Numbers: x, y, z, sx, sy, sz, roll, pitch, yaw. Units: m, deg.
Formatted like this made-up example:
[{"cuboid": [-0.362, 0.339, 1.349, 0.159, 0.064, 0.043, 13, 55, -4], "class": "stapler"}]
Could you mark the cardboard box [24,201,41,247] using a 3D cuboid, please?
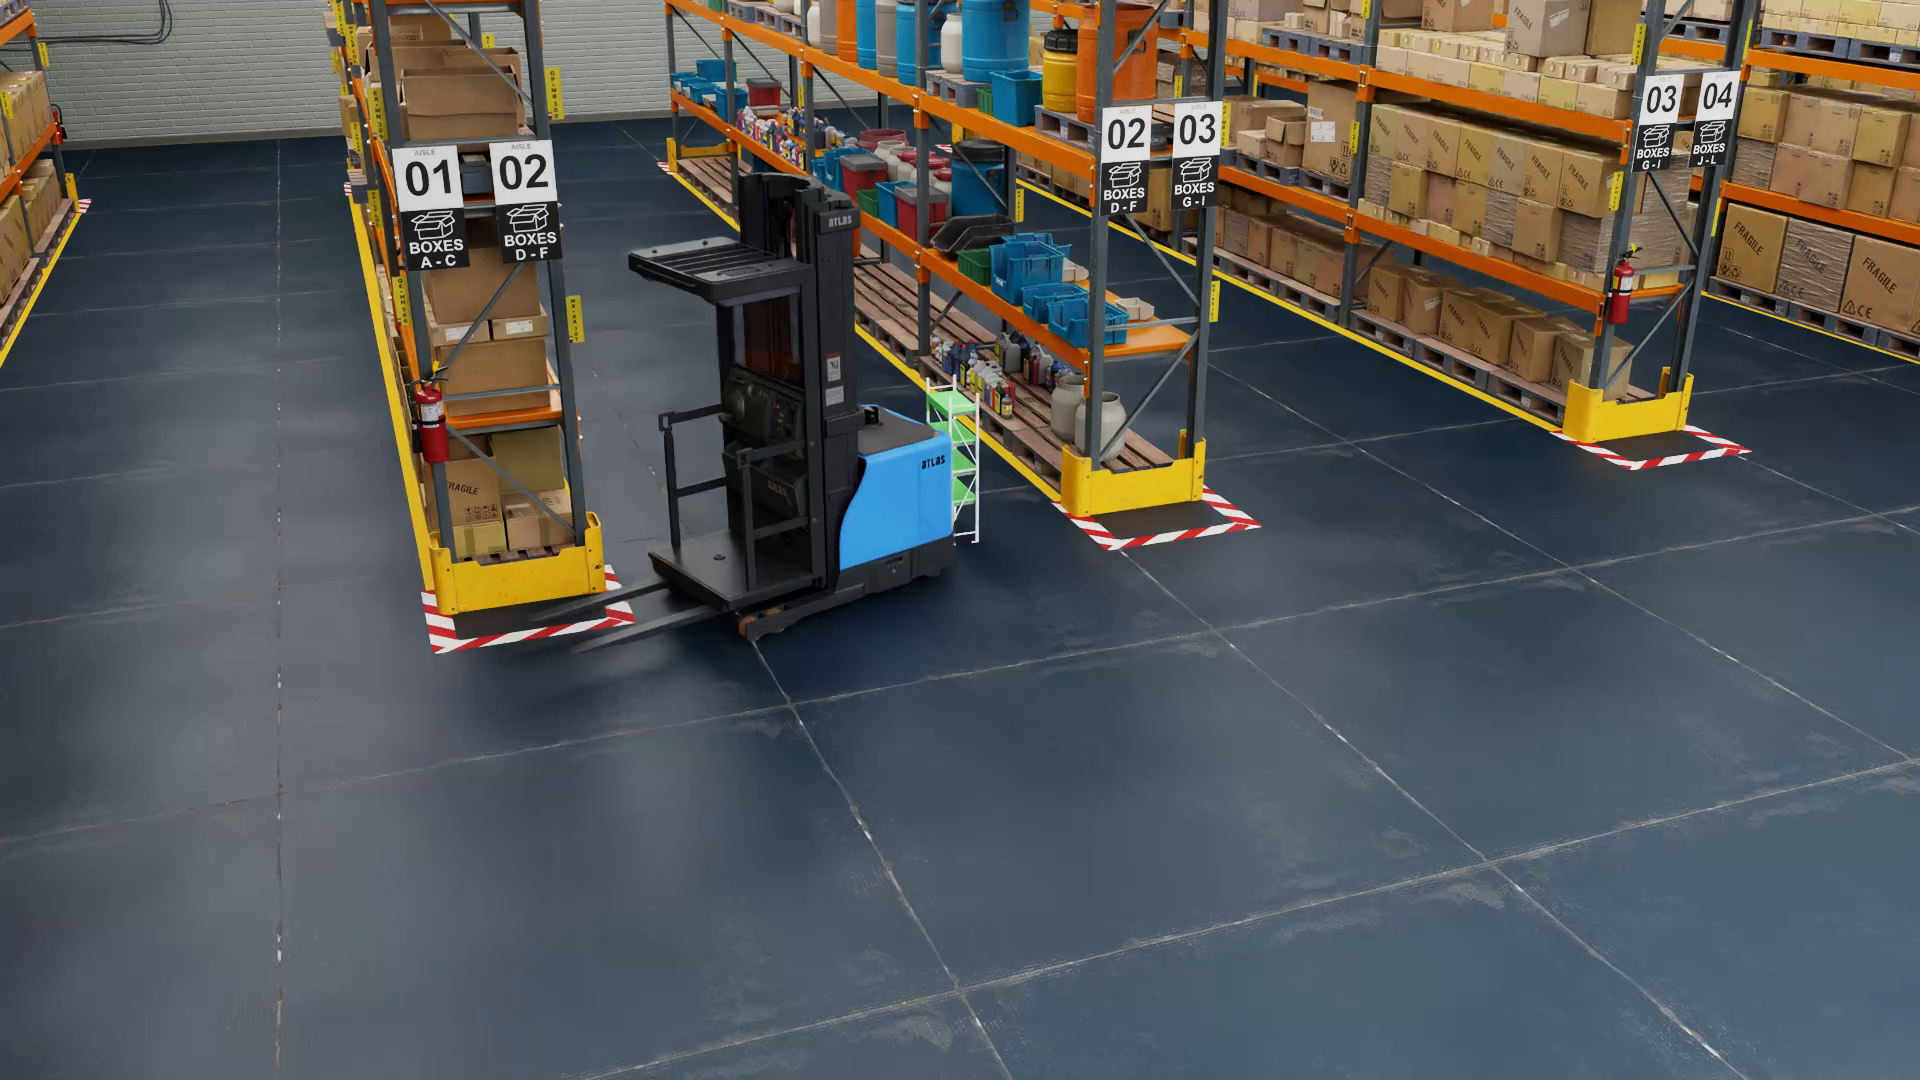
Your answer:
[{"cuboid": [-12.197, -4.007, 21.197, 0.700, 0.500, 0.500, -8, 24, -18], "class": "cardboard box"}]

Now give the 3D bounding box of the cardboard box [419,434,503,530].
[{"cuboid": [-3.624, -0.427, 12.058, 0.500, 0.500, 0.500, -8, 24, -19], "class": "cardboard box"}]

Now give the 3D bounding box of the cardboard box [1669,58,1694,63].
[{"cuboid": [11.581, -7.485, 26.320, 0.500, 0.250, 0.500, -9, 25, -21], "class": "cardboard box"}]

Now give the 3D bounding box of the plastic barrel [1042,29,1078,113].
[{"cuboid": [0.958, -3.738, 13.236, 0.600, 0.588, 0.600, 0, 23, 0], "class": "plastic barrel"}]

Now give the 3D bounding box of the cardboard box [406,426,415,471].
[{"cuboid": [-4.345, -0.806, 13.923, 0.500, 0.250, 0.500, -8, 24, -19], "class": "cardboard box"}]

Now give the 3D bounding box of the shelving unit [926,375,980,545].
[{"cuboid": [-0.058, -0.613, 12.783, 0.258, 1.200, 0.503, -8, 24, -19], "class": "shelving unit"}]

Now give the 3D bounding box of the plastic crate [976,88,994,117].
[{"cuboid": [0.369, -3.806, 14.453, 0.336, 0.188, 0.450, -8, 24, -19], "class": "plastic crate"}]

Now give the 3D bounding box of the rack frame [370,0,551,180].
[{"cuboid": [-3.156, -3.765, 10.221, 1.000, 3.000, 0.127, -8, 24, -19], "class": "rack frame"}]

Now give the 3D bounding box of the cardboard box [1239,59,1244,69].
[{"cuboid": [5.118, -8.346, 29.136, 0.380, 0.149, 0.250, -9, 24, -20], "class": "cardboard box"}]

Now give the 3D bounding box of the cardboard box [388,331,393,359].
[{"cuboid": [-5.523, -2.046, 16.867, 0.500, 0.250, 0.500, -8, 24, -18], "class": "cardboard box"}]

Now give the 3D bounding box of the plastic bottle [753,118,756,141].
[{"cuboid": [-2.716, -5.471, 22.142, 0.061, 0.283, 0.133, -8, 24, -19], "class": "plastic bottle"}]

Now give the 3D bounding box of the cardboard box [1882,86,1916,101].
[{"cuboid": [13.054, -6.243, 22.772, 0.500, 0.500, 0.500, -9, 25, -21], "class": "cardboard box"}]

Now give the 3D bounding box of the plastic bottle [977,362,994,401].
[{"cuboid": [0.246, -1.474, 15.352, 0.144, 0.351, 0.185, -7, 24, -17], "class": "plastic bottle"}]

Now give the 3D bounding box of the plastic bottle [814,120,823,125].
[{"cuboid": [-1.882, -5.434, 22.064, 0.152, 0.276, 0.135, -8, 24, -19], "class": "plastic bottle"}]

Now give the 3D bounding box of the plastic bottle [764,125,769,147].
[{"cuboid": [-2.494, -5.258, 21.651, 0.097, 0.271, 0.097, 0, 23, 0], "class": "plastic bottle"}]

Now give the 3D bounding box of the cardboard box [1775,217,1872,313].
[{"cuboid": [9.854, -3.105, 18.574, 0.875, 0.875, 0.875, -8, 24, -19], "class": "cardboard box"}]

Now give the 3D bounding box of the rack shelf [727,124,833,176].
[{"cuboid": [-2.053, -4.981, 21.756, 1.077, 0.370, 4.000, -8, 24, -19], "class": "rack shelf"}]

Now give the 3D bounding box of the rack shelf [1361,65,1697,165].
[{"cuboid": [5.406, -4.136, 15.889, 1.077, 0.370, 4.000, -8, 24, -19], "class": "rack shelf"}]

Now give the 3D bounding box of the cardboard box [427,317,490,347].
[{"cuboid": [-3.469, -1.458, 11.508, 0.380, 0.149, 0.250, -9, 24, -20], "class": "cardboard box"}]

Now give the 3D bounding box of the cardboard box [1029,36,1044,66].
[{"cuboid": [1.288, -7.445, 25.521, 0.500, 0.500, 0.500, -8, 24, -18], "class": "cardboard box"}]

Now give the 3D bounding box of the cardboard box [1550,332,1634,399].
[{"cuboid": [5.908, -1.629, 15.555, 0.500, 0.500, 0.500, -4, 23, -9], "class": "cardboard box"}]

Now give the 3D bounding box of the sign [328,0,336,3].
[{"cuboid": [-7.900, -6.904, 20.865, 0.100, 0.325, 0.005, -8, 24, -19], "class": "sign"}]

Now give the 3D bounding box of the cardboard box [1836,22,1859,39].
[{"cuboid": [9.547, -5.414, 17.648, 0.380, 0.149, 0.250, -9, 24, -20], "class": "cardboard box"}]

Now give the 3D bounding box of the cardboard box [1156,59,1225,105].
[{"cuboid": [3.044, -6.042, 21.926, 0.797, 0.503, 0.637, -7, 24, -17], "class": "cardboard box"}]

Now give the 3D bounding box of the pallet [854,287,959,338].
[{"cuboid": [-0.682, -2.572, 18.703, 1.003, 0.211, 1.213, -8, 24, -19], "class": "pallet"}]

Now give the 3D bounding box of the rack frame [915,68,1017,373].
[{"cuboid": [0.066, -3.132, 16.444, 1.000, 3.000, 0.127, -8, 24, -19], "class": "rack frame"}]

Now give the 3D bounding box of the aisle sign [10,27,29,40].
[{"cuboid": [-13.186, -7.399, 23.218, 0.394, 0.787, 0.004, -8, 24, -19], "class": "aisle sign"}]

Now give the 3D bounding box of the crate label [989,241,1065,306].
[{"cuboid": [0.576, -2.327, 14.487, 0.502, 0.435, 0.616, -8, 24, -19], "class": "crate label"}]

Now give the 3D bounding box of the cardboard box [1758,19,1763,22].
[{"cuboid": [14.812, -9.881, 31.300, 0.500, 0.500, 0.500, -8, 24, -18], "class": "cardboard box"}]

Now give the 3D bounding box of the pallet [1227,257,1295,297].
[{"cuboid": [3.989, -3.254, 20.322, 1.003, 0.211, 1.213, -8, 24, -19], "class": "pallet"}]

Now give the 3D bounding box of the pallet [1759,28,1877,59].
[{"cuboid": [9.655, -5.498, 18.309, 1.003, 0.211, 1.213, -8, 24, -19], "class": "pallet"}]

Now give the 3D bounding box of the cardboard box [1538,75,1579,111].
[{"cuboid": [5.526, -3.993, 14.817, 0.500, 0.250, 0.500, -8, 24, -19], "class": "cardboard box"}]

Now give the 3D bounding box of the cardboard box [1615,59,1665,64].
[{"cuboid": [6.026, -4.170, 14.722, 0.380, 0.149, 0.250, -9, 24, -20], "class": "cardboard box"}]

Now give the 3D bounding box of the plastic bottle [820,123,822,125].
[{"cuboid": [-1.825, -5.337, 21.839, 0.097, 0.271, 0.097, 0, 23, 0], "class": "plastic bottle"}]

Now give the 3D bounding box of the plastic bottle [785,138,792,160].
[{"cuboid": [-2.132, -4.885, 20.767, 0.097, 0.271, 0.097, 0, 23, 0], "class": "plastic bottle"}]

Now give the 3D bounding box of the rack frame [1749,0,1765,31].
[{"cuboid": [9.376, -7.220, 18.418, 1.000, 3.000, 0.127, -8, 24, -19], "class": "rack frame"}]

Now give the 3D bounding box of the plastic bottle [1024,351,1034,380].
[{"cuboid": [0.658, -1.679, 15.925, 0.061, 0.283, 0.133, -8, 24, -19], "class": "plastic bottle"}]

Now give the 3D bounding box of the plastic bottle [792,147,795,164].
[{"cuboid": [-2.029, -4.746, 20.529, 0.097, 0.201, 0.097, 0, 23, 0], "class": "plastic bottle"}]

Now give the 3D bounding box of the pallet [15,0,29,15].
[{"cuboid": [-13.170, -7.207, 22.362, 1.003, 0.211, 1.213, -8, 24, -19], "class": "pallet"}]

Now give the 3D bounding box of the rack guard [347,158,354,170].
[{"cuboid": [-8.782, -5.635, 25.599, 1.175, 0.500, 0.348, -8, 24, -19], "class": "rack guard"}]

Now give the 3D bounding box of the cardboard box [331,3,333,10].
[{"cuboid": [-8.522, -7.541, 23.234, 0.500, 0.250, 0.500, -8, 24, -19], "class": "cardboard box"}]

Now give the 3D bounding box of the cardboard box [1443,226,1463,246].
[{"cuboid": [5.037, -3.034, 16.533, 0.380, 0.149, 0.250, -8, 24, -19], "class": "cardboard box"}]

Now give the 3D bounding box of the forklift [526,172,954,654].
[{"cuboid": [-1.506, -0.897, 11.228, 3.031, 2.935, 1.130, -18, 29, -36], "class": "forklift"}]

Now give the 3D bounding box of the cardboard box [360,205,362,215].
[{"cuboid": [-8.051, -4.546, 22.902, 0.380, 0.149, 0.250, -8, 24, -19], "class": "cardboard box"}]

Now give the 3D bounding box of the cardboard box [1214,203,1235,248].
[{"cuboid": [3.542, -4.076, 21.333, 0.700, 0.500, 0.500, -10, 25, -22], "class": "cardboard box"}]

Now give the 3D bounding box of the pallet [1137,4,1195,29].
[{"cuboid": [3.010, -6.787, 21.496, 1.213, 0.211, 1.003, -7, 24, -17], "class": "pallet"}]

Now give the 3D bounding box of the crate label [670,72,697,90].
[{"cuboid": [-4.394, -7.308, 26.489, 0.416, 0.233, 0.303, -8, 24, -19], "class": "crate label"}]

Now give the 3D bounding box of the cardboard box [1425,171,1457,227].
[{"cuboid": [5.215, -3.469, 16.730, 0.875, 0.500, 0.500, -8, 24, -19], "class": "cardboard box"}]

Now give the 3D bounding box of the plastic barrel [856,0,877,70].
[{"cuboid": [-0.779, -5.376, 17.259, 0.600, 0.901, 0.708, -8, 24, -19], "class": "plastic barrel"}]

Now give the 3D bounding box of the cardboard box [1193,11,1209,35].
[{"cuboid": [3.215, -6.373, 20.463, 0.500, 0.250, 0.500, -8, 24, -18], "class": "cardboard box"}]

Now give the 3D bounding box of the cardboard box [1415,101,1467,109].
[{"cuboid": [5.116, -4.330, 17.486, 0.500, 0.500, 0.500, -8, 24, -19], "class": "cardboard box"}]

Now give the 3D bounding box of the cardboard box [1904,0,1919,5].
[{"cuboid": [9.813, -5.506, 16.840, 0.380, 0.149, 0.250, -8, 24, -19], "class": "cardboard box"}]

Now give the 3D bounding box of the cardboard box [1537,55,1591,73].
[{"cuboid": [5.460, -4.304, 15.040, 0.380, 0.149, 0.250, -8, 24, -18], "class": "cardboard box"}]

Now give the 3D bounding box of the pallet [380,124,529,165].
[{"cuboid": [-3.816, -3.047, 12.492, 1.003, 0.211, 1.213, -8, 24, -19], "class": "pallet"}]

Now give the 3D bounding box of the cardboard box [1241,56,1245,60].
[{"cuboid": [5.249, -8.607, 28.921, 0.500, 0.500, 0.500, -8, 24, -19], "class": "cardboard box"}]

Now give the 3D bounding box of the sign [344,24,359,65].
[{"cuboid": [-5.073, -4.142, 13.905, 0.100, 0.325, 0.005, -8, 24, -19], "class": "sign"}]

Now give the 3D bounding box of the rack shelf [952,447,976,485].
[{"cuboid": [-0.058, -0.554, 12.808, 0.258, 0.148, 0.480, -8, 24, -19], "class": "rack shelf"}]

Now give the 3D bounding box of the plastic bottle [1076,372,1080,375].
[{"cuboid": [1.067, -1.416, 15.303, 0.061, 0.283, 0.133, -8, 24, -18], "class": "plastic bottle"}]
